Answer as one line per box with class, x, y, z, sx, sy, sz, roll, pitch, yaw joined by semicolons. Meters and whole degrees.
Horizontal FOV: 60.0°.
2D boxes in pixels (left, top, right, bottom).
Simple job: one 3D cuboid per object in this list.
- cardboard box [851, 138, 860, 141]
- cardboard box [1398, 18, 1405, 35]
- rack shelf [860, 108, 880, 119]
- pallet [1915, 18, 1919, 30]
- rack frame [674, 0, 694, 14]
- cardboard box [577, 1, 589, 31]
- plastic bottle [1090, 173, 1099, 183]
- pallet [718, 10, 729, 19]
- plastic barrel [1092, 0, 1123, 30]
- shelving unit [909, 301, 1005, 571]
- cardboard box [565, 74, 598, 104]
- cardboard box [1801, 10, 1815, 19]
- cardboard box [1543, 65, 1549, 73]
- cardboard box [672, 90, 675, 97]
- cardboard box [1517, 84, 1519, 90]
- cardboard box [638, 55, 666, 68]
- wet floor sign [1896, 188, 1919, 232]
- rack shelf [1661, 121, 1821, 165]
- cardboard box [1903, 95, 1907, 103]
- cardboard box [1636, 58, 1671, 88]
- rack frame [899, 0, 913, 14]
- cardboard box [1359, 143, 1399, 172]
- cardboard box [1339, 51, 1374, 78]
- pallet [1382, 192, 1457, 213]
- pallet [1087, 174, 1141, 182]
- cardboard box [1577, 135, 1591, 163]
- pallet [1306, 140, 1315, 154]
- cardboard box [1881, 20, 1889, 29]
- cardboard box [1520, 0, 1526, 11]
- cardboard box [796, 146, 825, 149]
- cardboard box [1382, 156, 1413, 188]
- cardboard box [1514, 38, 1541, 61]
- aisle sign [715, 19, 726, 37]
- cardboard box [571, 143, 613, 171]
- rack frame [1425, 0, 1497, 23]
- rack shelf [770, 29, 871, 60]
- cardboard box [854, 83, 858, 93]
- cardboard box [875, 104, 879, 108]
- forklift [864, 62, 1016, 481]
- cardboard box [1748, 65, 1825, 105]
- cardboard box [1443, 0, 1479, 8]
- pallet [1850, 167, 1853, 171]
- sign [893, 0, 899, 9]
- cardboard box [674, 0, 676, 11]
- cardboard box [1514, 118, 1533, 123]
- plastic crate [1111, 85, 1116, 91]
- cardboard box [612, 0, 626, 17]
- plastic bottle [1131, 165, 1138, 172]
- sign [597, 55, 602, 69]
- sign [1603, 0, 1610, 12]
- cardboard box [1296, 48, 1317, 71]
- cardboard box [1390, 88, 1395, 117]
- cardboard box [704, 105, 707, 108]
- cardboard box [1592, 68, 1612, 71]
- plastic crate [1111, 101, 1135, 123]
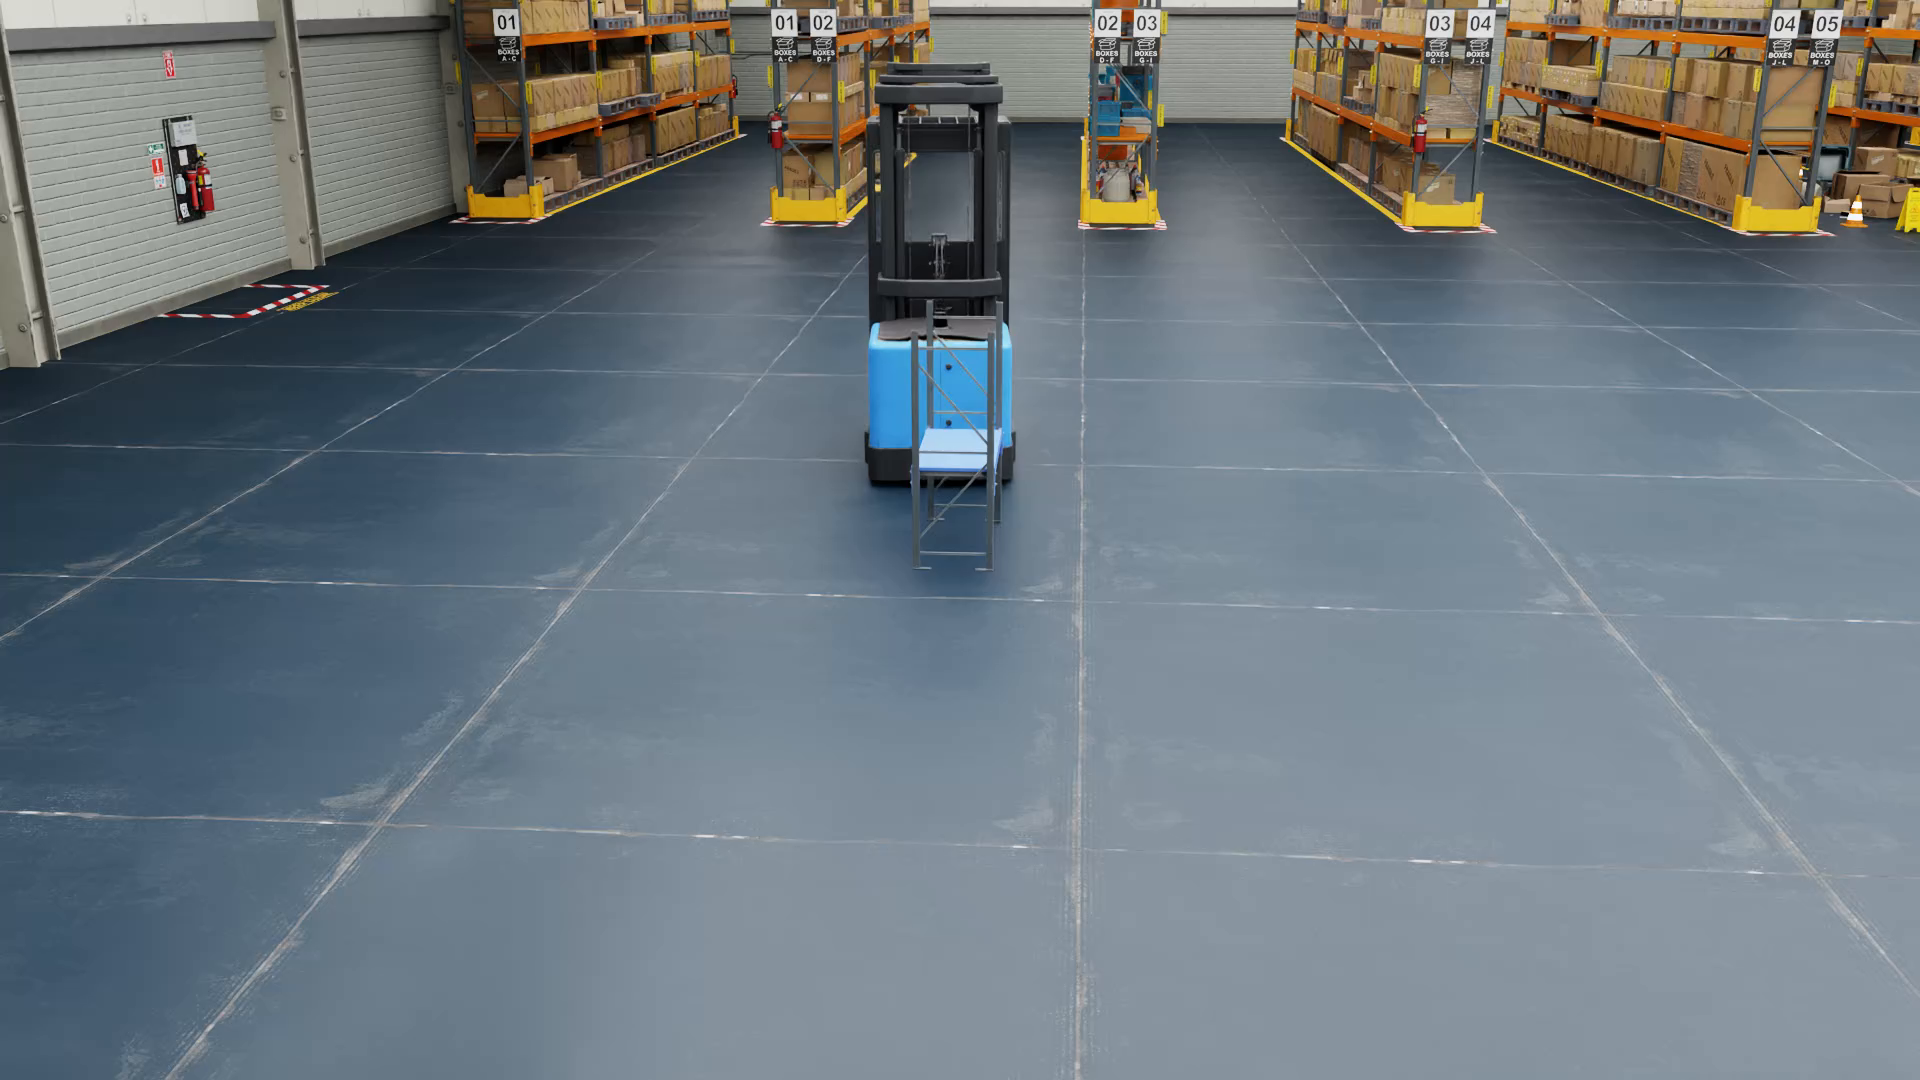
cardboard box;-2.224;-7.700;32.446;0.500;0.311;0.500;1;18;2
cardboard box;7.371;-8.291;26.834;0.500;0.250;0.500;1;18;3
rack shelf;-1.969;-8.055;31.845;1.077;0.370;4.000;1;18;4
pallet;17.874;-9.180;29.607;1.213;0.211;1.003;1;18;4
rack frame;-6.480;-13.221;36.820;1.000;3.000;0.127;1;18;4
cardboard box;-6.844;-9.205;29.187;0.500;0.500;0.500;2;18;5
plastic bottle;2.299;-6.125;28.345;0.144;0.351;0.185;2;18;6
pallet;-6.236;-12.765;40.388;1.003;0.211;1.213;1;18;4
plastic barrel;2.648;-9.491;29.448;0.600;0.901;0.708;1;18;4
shelving unit;-0.006;-0.686;10.609;0.538;1.500;1.048;1;18;4
cardboard box;-6.779;-8.026;29.605;0.500;0.500;0.500;1;18;4
cardboard box;12.766;-7.822;24.728;0.380;0.149;0.250;1;18;4
cardboard box;12.794;-10.147;35.847;0.380;0.149;0.250;2;18;7
cardboard box;-6.387;-9.673;35.998;0.380;0.149;0.250;2;18;6
cardboard box;13.243;-10.596;38.848;0.380;0.149;0.250;1;18;3
cardboard box;-6.440;-9.985;34.703;0.500;0.250;0.500;1;18;3
wet floor sign;14.394;-4.997;25.138;0.267;0.644;0.232;-2;18;-6
rack shelf;12.565;-6.449;26.941;1.077;0.370;4.000;1;18;4
cardboard box;17.650;-8.137;30.668;0.380;0.149;0.250;2;18;6
cardboard box;12.847;-8.562;30.470;0.700;0.500;0.500;1;18;3
rack frame;-1.539;-13.112;36.486;1.000;3.000;0.127;1;18;4
cardboard box;7.966;-7.260;31.570;0.700;0.500;0.500;3;18;9
cardboard box;8.173;-9.749;34.088;0.797;0.503;0.637;2;18;5
pallet;7.670;-5.639;27.794;1.003;0.211;1.213;1;18;4
pallet;2.845;-6.584;30.677;1.003;0.211;1.213;1;18;4
cardboard box;12.781;-7.876;33.482;0.500;0.500;0.500;1;18;4
pallet;8.474;-8.948;37.891;1.003;0.211;1.213;1;18;4
cardboard box;17.747;-9.787;31.560;0.380;0.149;0.250;1;18;4
cardboard box;13.193;-12.281;38.206;0.500;0.250;0.500;1;18;5
cardboard box;-2.563;-6.422;28.243;0.500;0.500;0.500;1;18;4
cardboard box;7.699;-6.442;29.106;0.500;0.500;0.500;1;18;2
cardboard box;13.182;-11.351;38.504;0.500;0.500;0.500;1;18;3
aisle sign;-5.889;-12.863;41.188;0.394;0.787;0.004;1;18;4
cardboard box;-7.031;-7.297;31.684;0.700;0.500;0.500;1;18;3
rack frame;7.481;-9.162;24.433;1.000;3.000;0.127;1;18;4
rack shelf;-2.256;-8.238;27.586;1.077;0.370;4.000;1;18;4
cardboard box;-1.972;-7.803;28.717;0.380;0.149;0.250;1;18;4
cardboard box;-1.615;-8.613;32.796;0.380;0.149;0.250;1;18;4
forklift;-0.166;-2.226;13.009;1.130;2.935;3.031;0;18;-1
cardboard box;12.486;-6.868;25.091;0.875;0.550;0.550;1;18;4
cardboard box;7.857;-8.618;26.149;0.500;0.500;0.500;1;18;4
pallet;17.882;-7.007;31.969;1.003;0.211;1.213;1;18;4
sign;-1.273;-10.712;33.023;0.100;0.325;0.005;1;18;4
cardboard box;-6.665;-12.189;37.894;0.500;0.250;0.500;1;18;4
cardboard box;13.182;-9.782;38.909;0.380;0.149;0.250;2;18;6
plastic crate;3.577;-10.194;37.542;0.396;0.136;0.243;1;18;4
cardboard box;-6.952;-10.211;32.254;0.797;0.503;0.637;4;19;12
plastic bottle;3.069;-6.408;29.210;0.144;0.351;0.185;1;18;2
sign;-7.321;-9.689;33.817;0.100;0.325;0.005;1;18;4
sign;12.454;-10.338;32.008;0.100;0.325;0.005;1;18;4
cardboard box;8.289;-11.409;39.483;0.500;0.500;0.500;1;18;3
cardboard box;7.668;-7.292;27.722;0.875;0.500;0.500;1;18;4
cardboard box;-6.388;-10.521;40.512;0.380;0.149;0.250;1;18;4
cardboard box;13.353;-9.725;34.560;0.380;0.149;0.250;0;18;1
plastic crate;2.663;-7.475;29.018;0.767;0.338;0.504;1;18;4
